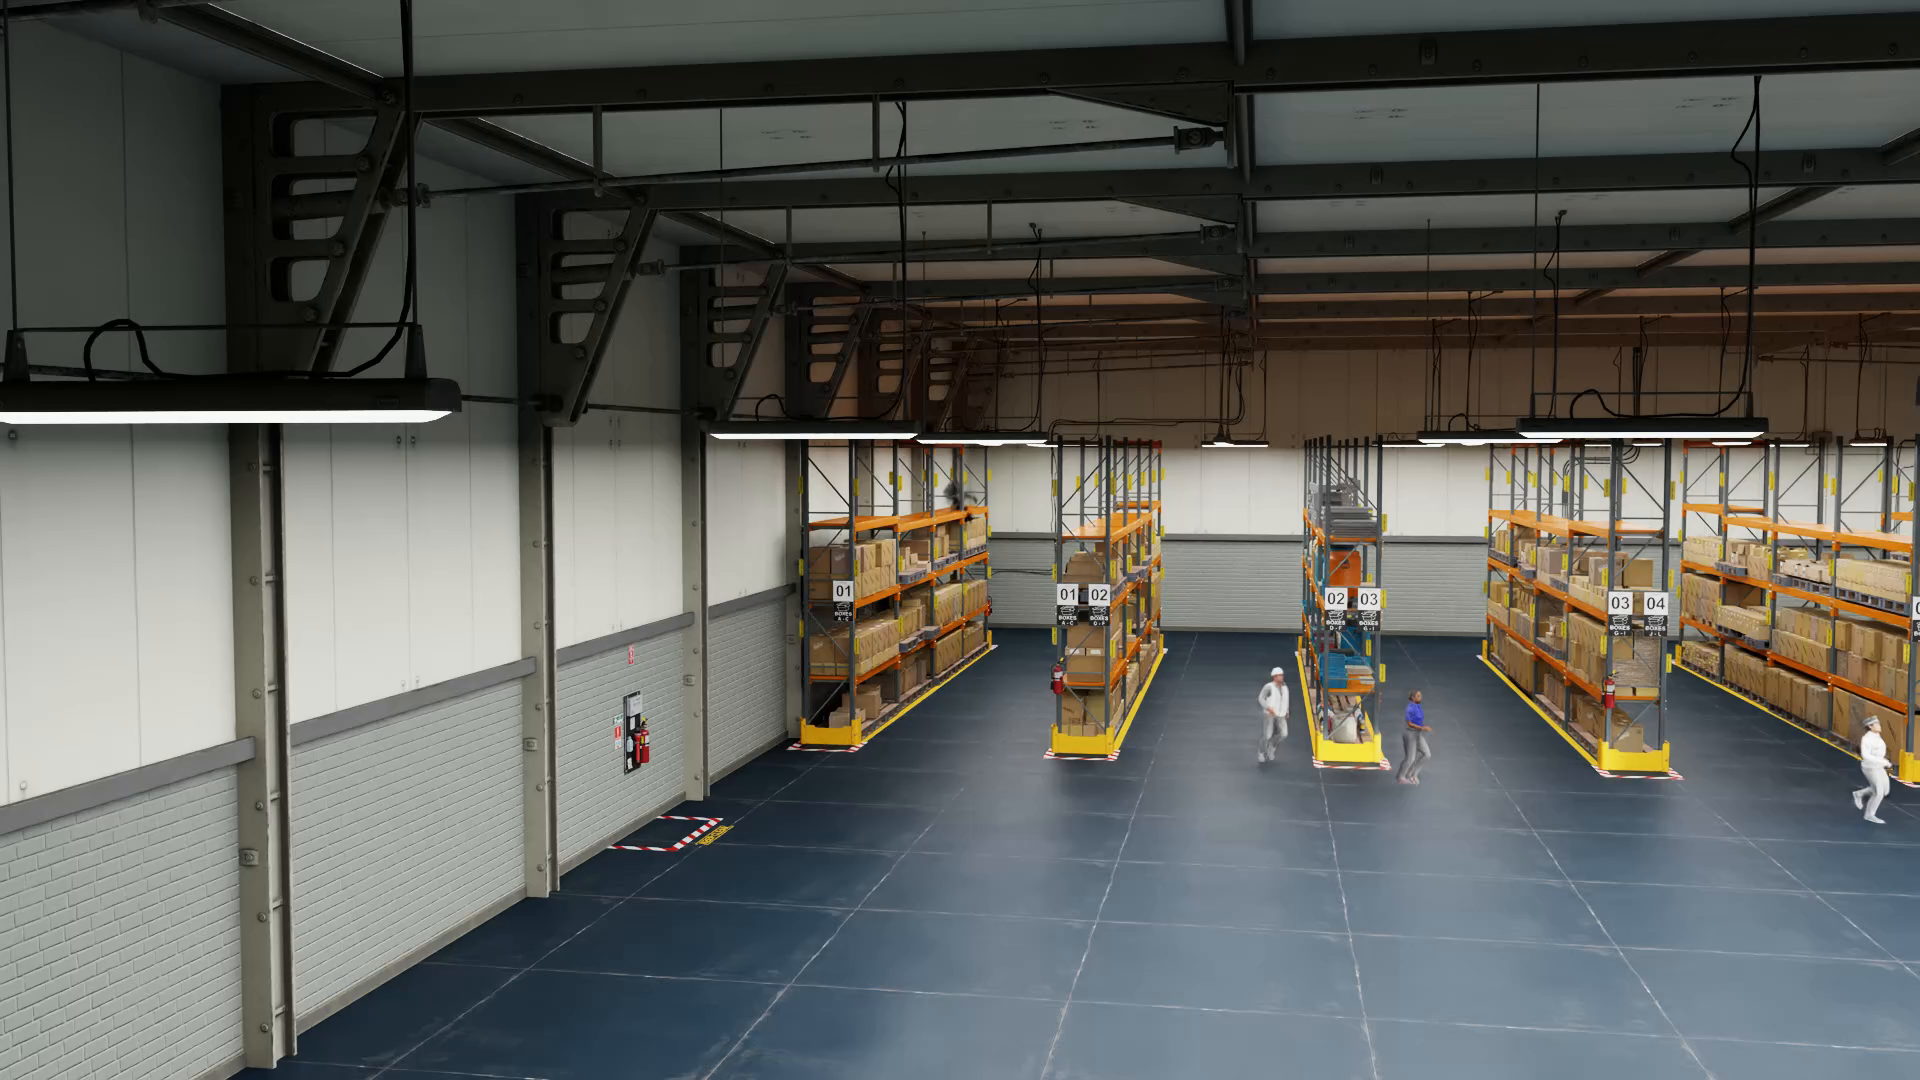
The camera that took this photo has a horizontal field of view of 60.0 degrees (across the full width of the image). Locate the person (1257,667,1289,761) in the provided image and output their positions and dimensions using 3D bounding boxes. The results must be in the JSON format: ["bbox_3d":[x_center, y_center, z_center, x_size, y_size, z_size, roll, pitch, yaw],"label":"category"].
[{"bbox_3d":[5.823,3.206,30.563,0.712,1.720,0.584,-1,3,-18],"label":"person"}]

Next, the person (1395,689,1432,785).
[{"bbox_3d":[7.783,3.378,28.368,0.665,1.669,0.597,3,4,41],"label":"person"}]

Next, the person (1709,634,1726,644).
[{"bbox_3d":[20.700,2.433,45.317,0.572,1.677,0.677,-3,4,-41],"label":"person"}]

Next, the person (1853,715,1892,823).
[{"bbox_3d":[14.096,3.524,25.688,0.590,1.662,0.645,3,4,44],"label":"person"}]
